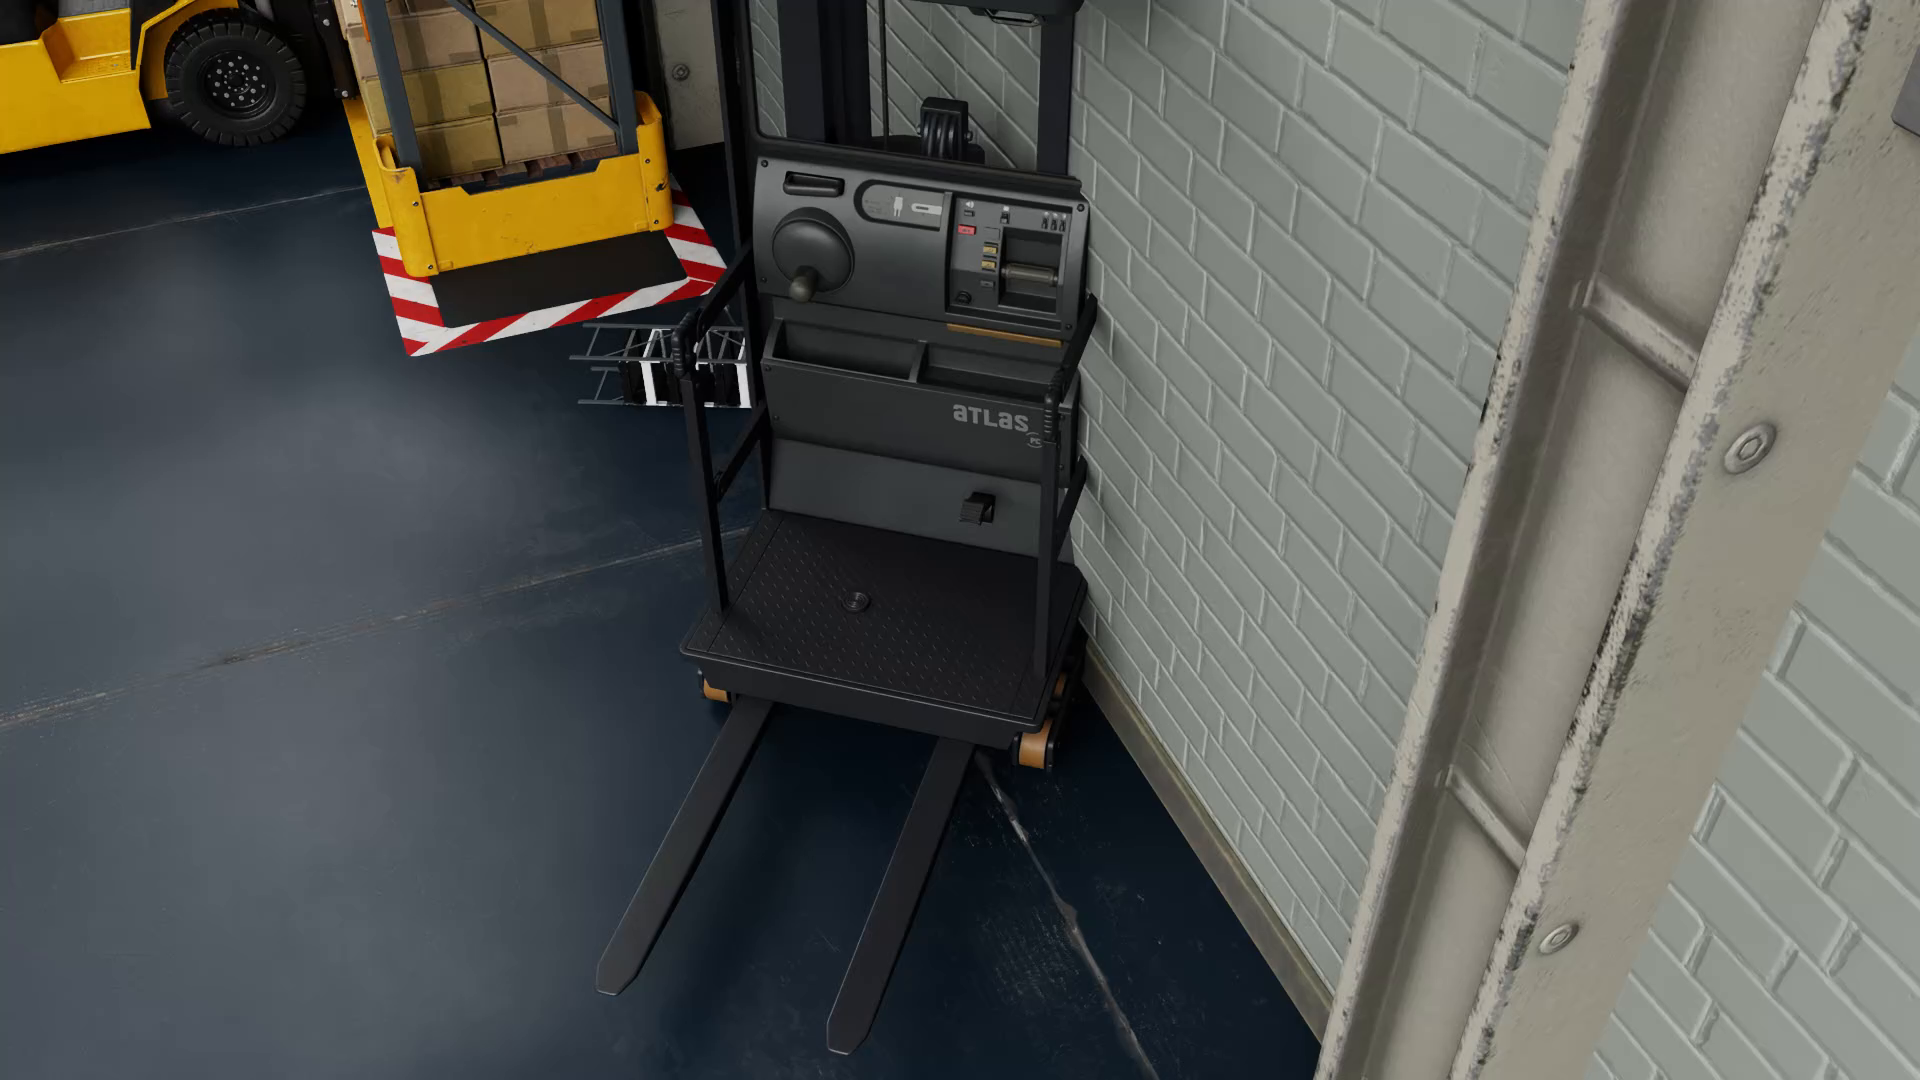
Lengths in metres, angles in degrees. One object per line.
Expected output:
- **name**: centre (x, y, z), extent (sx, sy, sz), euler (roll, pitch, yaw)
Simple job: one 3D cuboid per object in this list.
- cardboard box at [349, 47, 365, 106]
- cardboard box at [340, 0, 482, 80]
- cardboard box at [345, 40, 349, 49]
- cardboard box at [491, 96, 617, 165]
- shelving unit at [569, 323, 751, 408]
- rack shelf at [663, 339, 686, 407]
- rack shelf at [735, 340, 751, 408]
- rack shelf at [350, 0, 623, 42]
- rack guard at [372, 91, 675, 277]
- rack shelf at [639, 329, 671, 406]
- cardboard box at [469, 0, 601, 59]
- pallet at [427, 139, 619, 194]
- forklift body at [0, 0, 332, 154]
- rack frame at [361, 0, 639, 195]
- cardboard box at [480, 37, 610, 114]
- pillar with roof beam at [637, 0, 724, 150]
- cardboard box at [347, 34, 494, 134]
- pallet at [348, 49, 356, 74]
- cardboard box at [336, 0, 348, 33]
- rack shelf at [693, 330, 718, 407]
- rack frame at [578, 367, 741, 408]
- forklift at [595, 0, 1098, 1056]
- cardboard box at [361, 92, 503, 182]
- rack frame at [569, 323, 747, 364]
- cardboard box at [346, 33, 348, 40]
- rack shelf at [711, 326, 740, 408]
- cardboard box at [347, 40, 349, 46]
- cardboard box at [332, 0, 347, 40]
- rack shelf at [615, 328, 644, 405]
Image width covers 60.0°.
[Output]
- **cardboard box**: centre (-2.518, -2.124, 7.706), extent (0.500, 0.250, 0.500), euler (-15, 43, -17)
- **cardboard box**: centre (-2.329, -2.196, 7.023), extent (0.500, 0.250, 0.500), euler (-14, 43, -15)
- **cardboard box**: centre (-2.920, -2.735, 8.416), extent (0.500, 0.250, 0.500), euler (-14, 43, -16)
- **cardboard box**: centre (-1.872, -1.962, 7.518), extent (0.500, 0.250, 0.500), euler (-15, 43, -17)
- **shelving unit**: centre (-1.004, -0.665, 6.356), extent (0.900, 0.210, 0.258), euler (2, 41, 3)
- **rack shelf**: centre (-1.061, -0.666, 6.359), extent (0.077, 0.200, 0.258), euler (2, 41, 3)
- **rack shelf**: centre (-0.791, -0.658, 6.345), extent (0.077, 0.200, 0.258), euler (2, 41, 3)
- **rack shelf**: centre (-2.630, -3.433, 7.993), extent (1.077, 0.370, 4.000), euler (-15, 43, -17)
- **rack guard**: centre (-1.855, -1.539, 7.156), extent (1.175, 0.500, 0.348), euler (-15, 43, -17)
- **rack shelf**: centre (-1.151, -0.669, 6.363), extent (0.077, 0.200, 0.258), euler (2, 41, 3)
- **cardboard box**: centre (-1.873, -2.334, 7.183), extent (0.500, 0.250, 0.500), euler (-16, 43, -18)
- **pallet**: centre (-2.196, -1.894, 7.790), extent (1.003, 0.211, 1.213), euler (-15, 43, -17)
- **forklift body**: centre (-4.276, -2.866, 7.434), extent (2.313, 2.155, 1.214), euler (-15, 43, -17)
- **rack frame**: centre (-1.864, -2.501, 6.358), extent (1.000, 3.000, 0.127), euler (-15, 43, -17)
- **cardboard box**: centre (-1.852, -2.142, 7.344), extent (0.500, 0.250, 0.500), euler (-14, 43, -16)
- **pillar with roof beam**: centre (-5.276, -4.346, 3.902), extent (9.100, 9.000, 0.400), euler (-15, 43, -17)
- **cardboard box**: centre (-2.340, -2.022, 7.205), extent (0.500, 0.250, 0.500), euler (-16, 43, -17)
- **pallet**: centre (-2.659, -2.628, 8.644), extent (1.003, 0.211, 1.213), euler (-15, 43, -17)
- **cardboard box**: centre (-2.530, -2.503, 7.379), extent (0.500, 0.250, 0.500), euler (-14, 43, -16)
- **rack shelf**: centre (-0.971, -0.664, 6.354), extent (0.077, 0.200, 0.258), euler (2, 41, 3)
- **rack frame**: centre (-1.004, -0.588, 6.422), extent (0.900, 0.006, 0.240), euler (2, 41, 3)
- **forklift**: centre (-0.171, -0.719, 4.338), extent (1.130, 2.935, 3.031), euler (10, 42, 12)
- **cardboard box**: centre (-2.336, -1.822, 7.355), extent (0.500, 0.250, 0.500), euler (-15, 43, -17)
- **rack frame**: centre (-1.005, -0.742, 6.290), extent (0.900, 0.006, 0.240), euler (2, 41, 3)
- **cardboard box**: centre (-2.521, -2.327, 7.559), extent (0.500, 0.250, 0.500), euler (-16, 43, -17)
- **rack shelf**: centre (-0.881, -0.661, 6.350), extent (0.077, 0.200, 0.258), euler (2, 41, 3)
- **cardboard box**: centre (-2.701, -2.427, 8.059), extent (0.500, 0.250, 0.500), euler (-15, 43, -16)
- **cardboard box**: centre (-2.738, -2.633, 7.915), extent (0.500, 0.250, 0.500), euler (-16, 43, -18)
- **rack shelf**: centre (-1.241, -0.672, 6.368), extent (0.077, 0.200, 0.258), euler (2, 41, 3)
